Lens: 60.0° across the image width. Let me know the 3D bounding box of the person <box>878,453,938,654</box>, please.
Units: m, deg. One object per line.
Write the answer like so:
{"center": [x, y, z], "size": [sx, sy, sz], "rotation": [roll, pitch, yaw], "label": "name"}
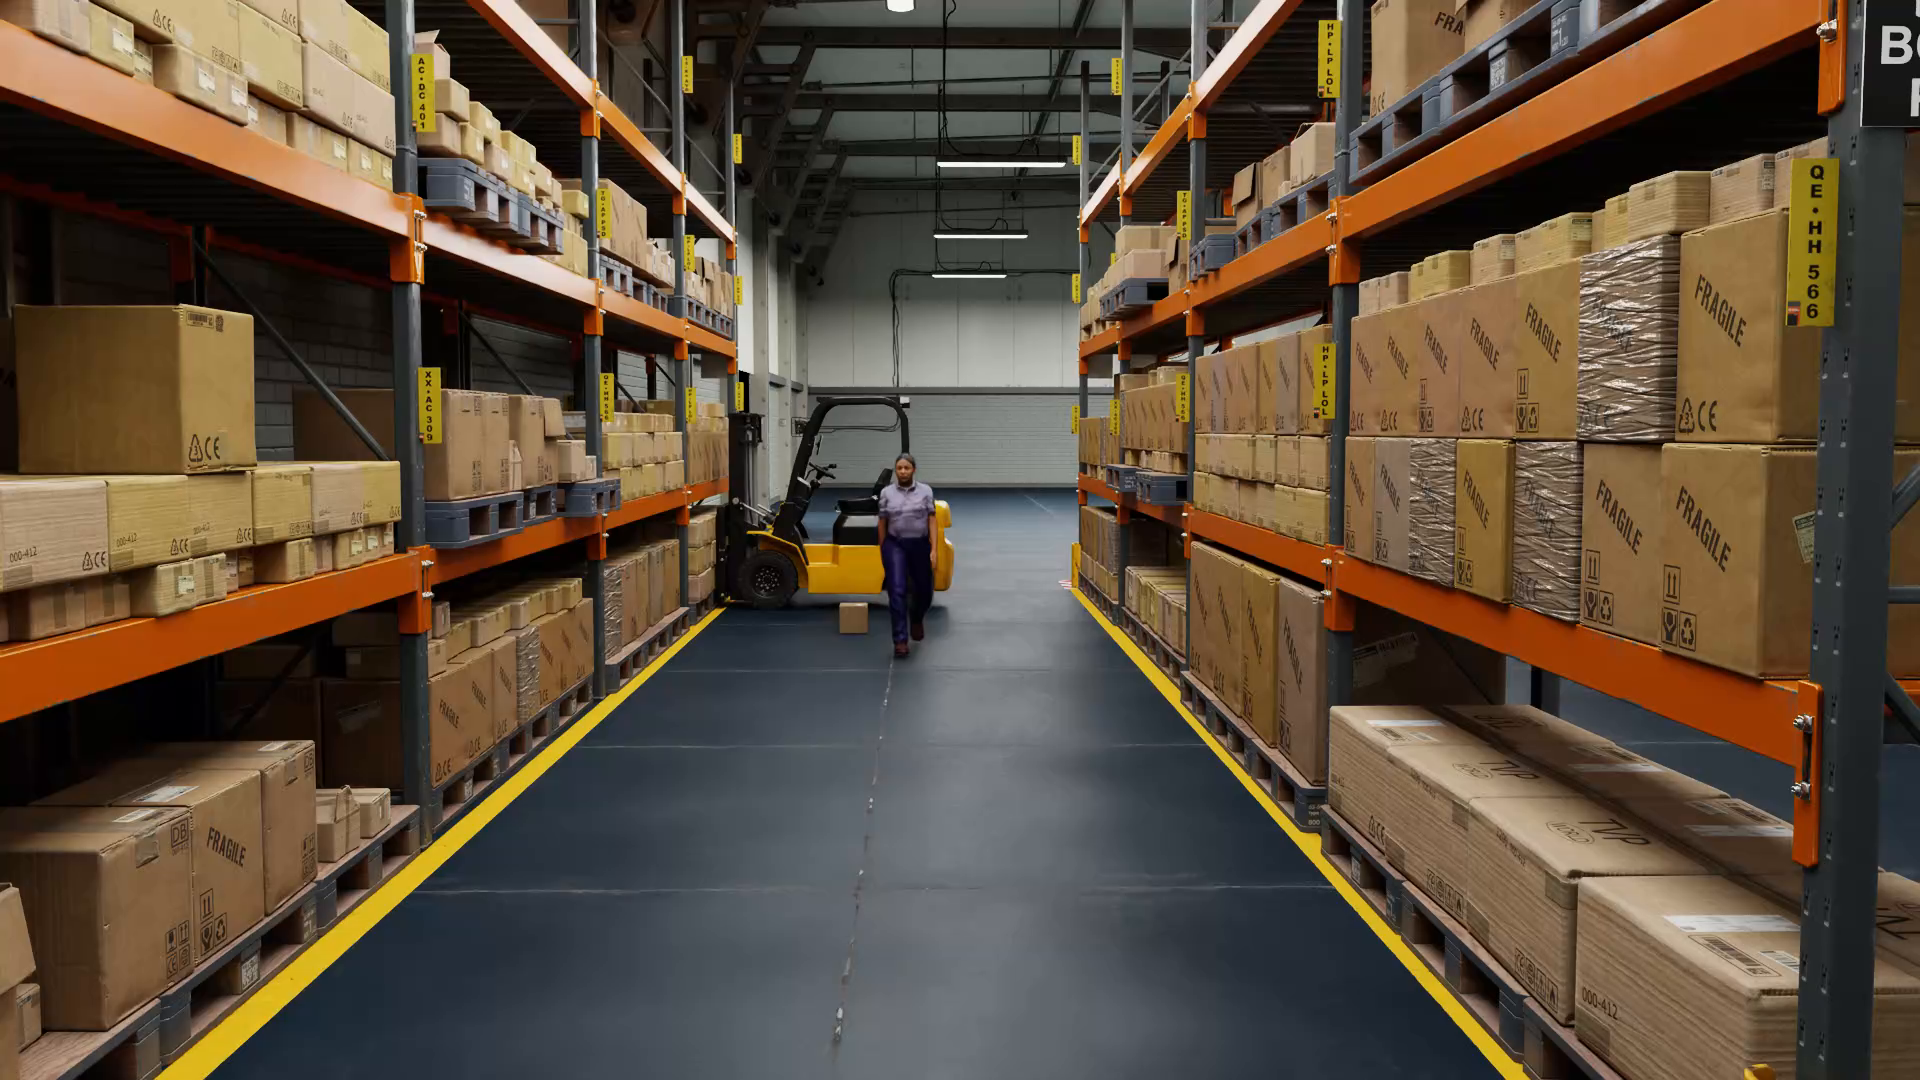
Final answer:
{"center": [-0.434, 0.088, 13.641], "size": [0.479, 1.603, 0.899], "rotation": [-1, 4, -9], "label": "person"}
